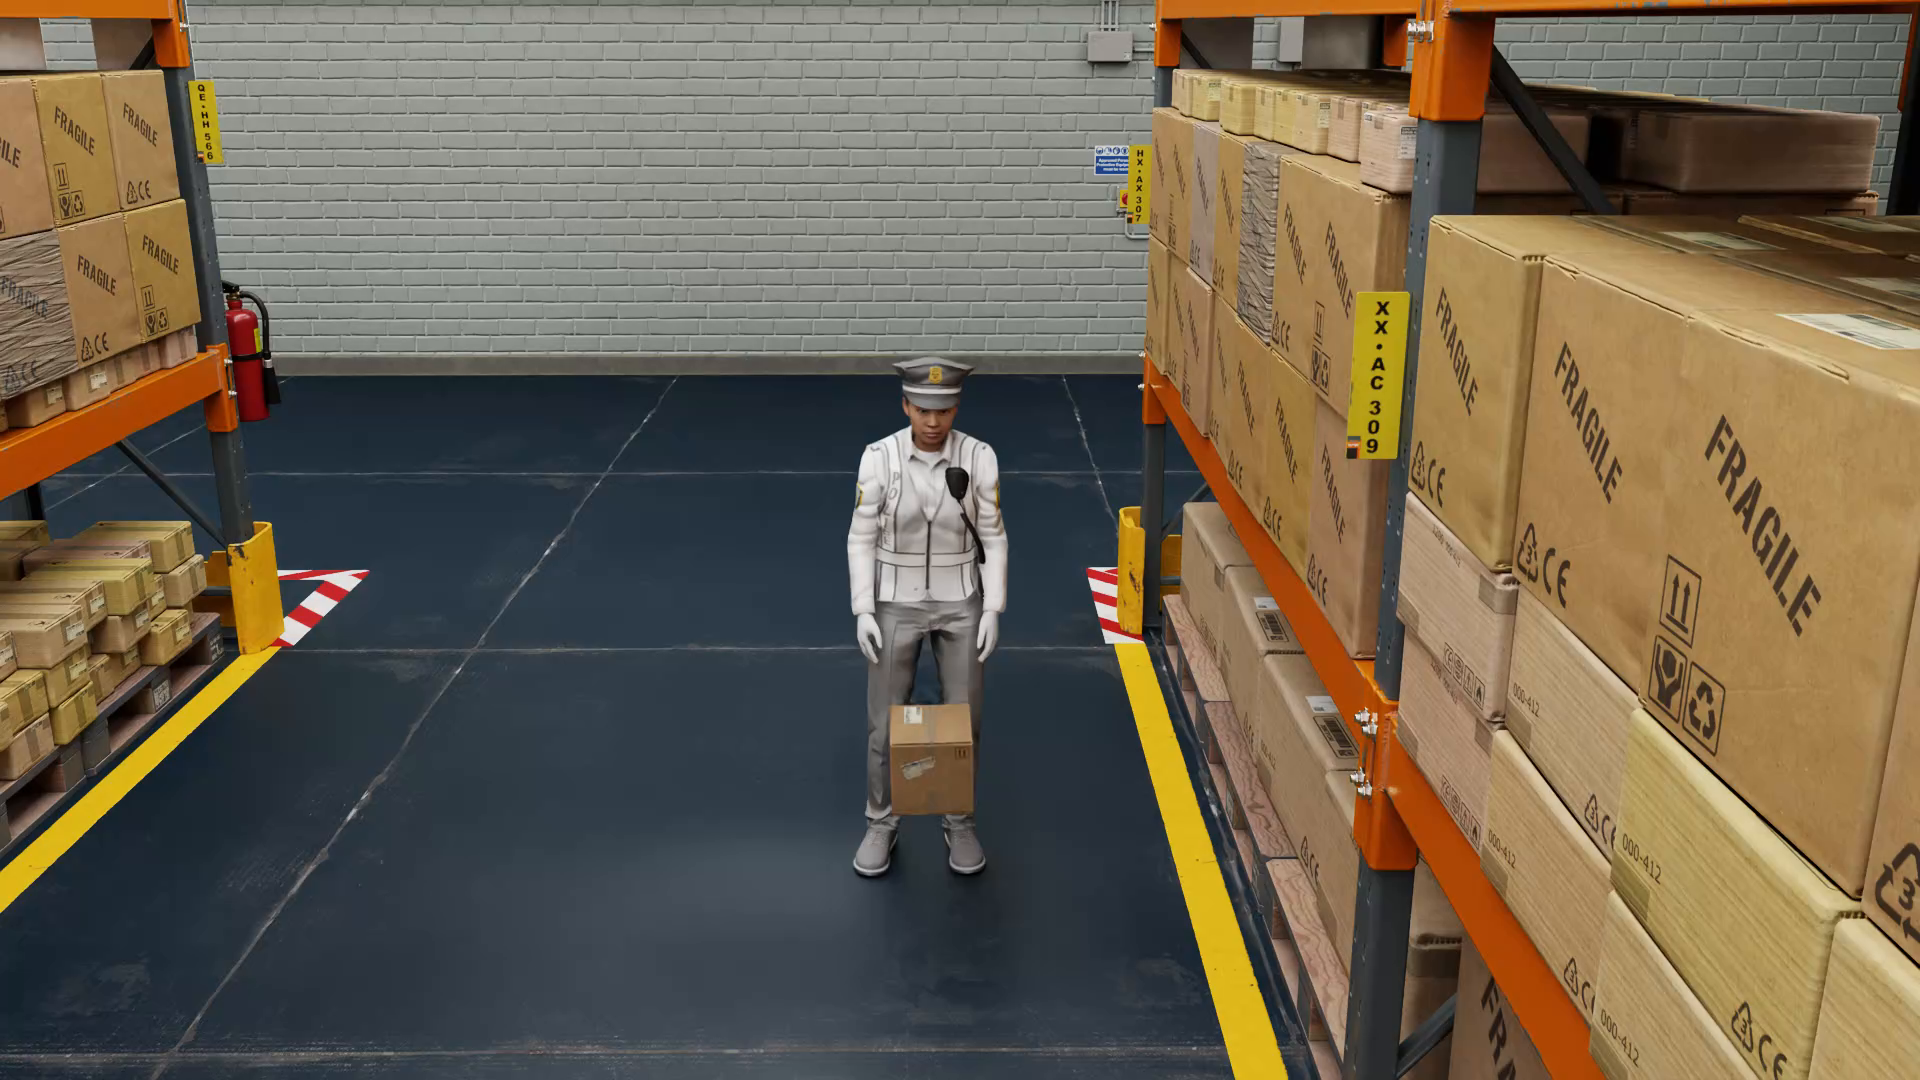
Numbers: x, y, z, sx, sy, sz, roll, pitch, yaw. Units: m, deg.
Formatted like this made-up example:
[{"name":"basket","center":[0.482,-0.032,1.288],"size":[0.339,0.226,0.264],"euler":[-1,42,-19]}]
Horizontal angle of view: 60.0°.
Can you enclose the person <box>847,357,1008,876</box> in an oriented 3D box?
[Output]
[{"name":"person","center":[-0.099,0.237,5.267],"size":[0.509,1.668,0.359],"euler":[-1,17,-2]}]
